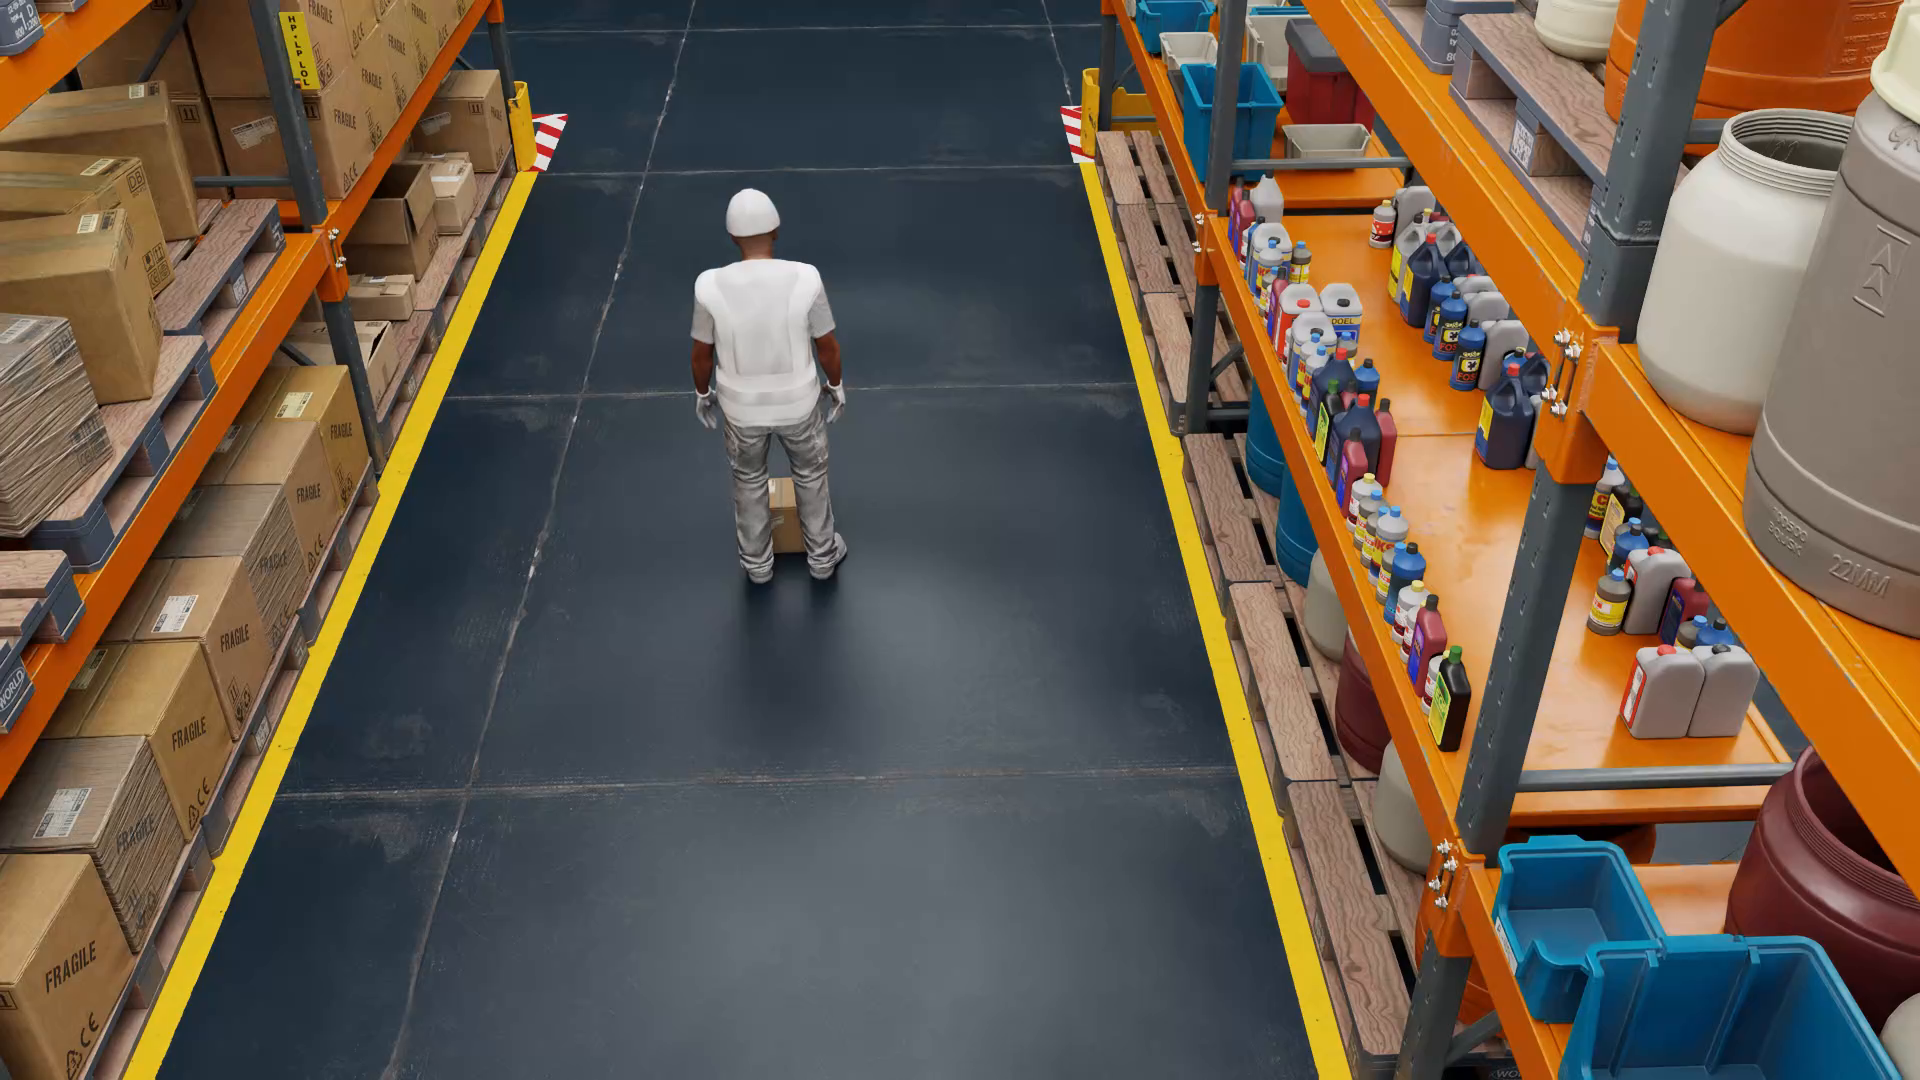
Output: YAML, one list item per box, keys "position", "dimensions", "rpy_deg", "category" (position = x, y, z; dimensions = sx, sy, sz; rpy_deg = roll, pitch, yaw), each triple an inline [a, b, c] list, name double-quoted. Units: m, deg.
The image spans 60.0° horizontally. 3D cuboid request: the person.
- position: [-0.799, -0.608, 7.006]
  dimensions: [0.631, 1.774, 0.451]
  rpy_deg: [-2, 35, -3]
  category: "person"
